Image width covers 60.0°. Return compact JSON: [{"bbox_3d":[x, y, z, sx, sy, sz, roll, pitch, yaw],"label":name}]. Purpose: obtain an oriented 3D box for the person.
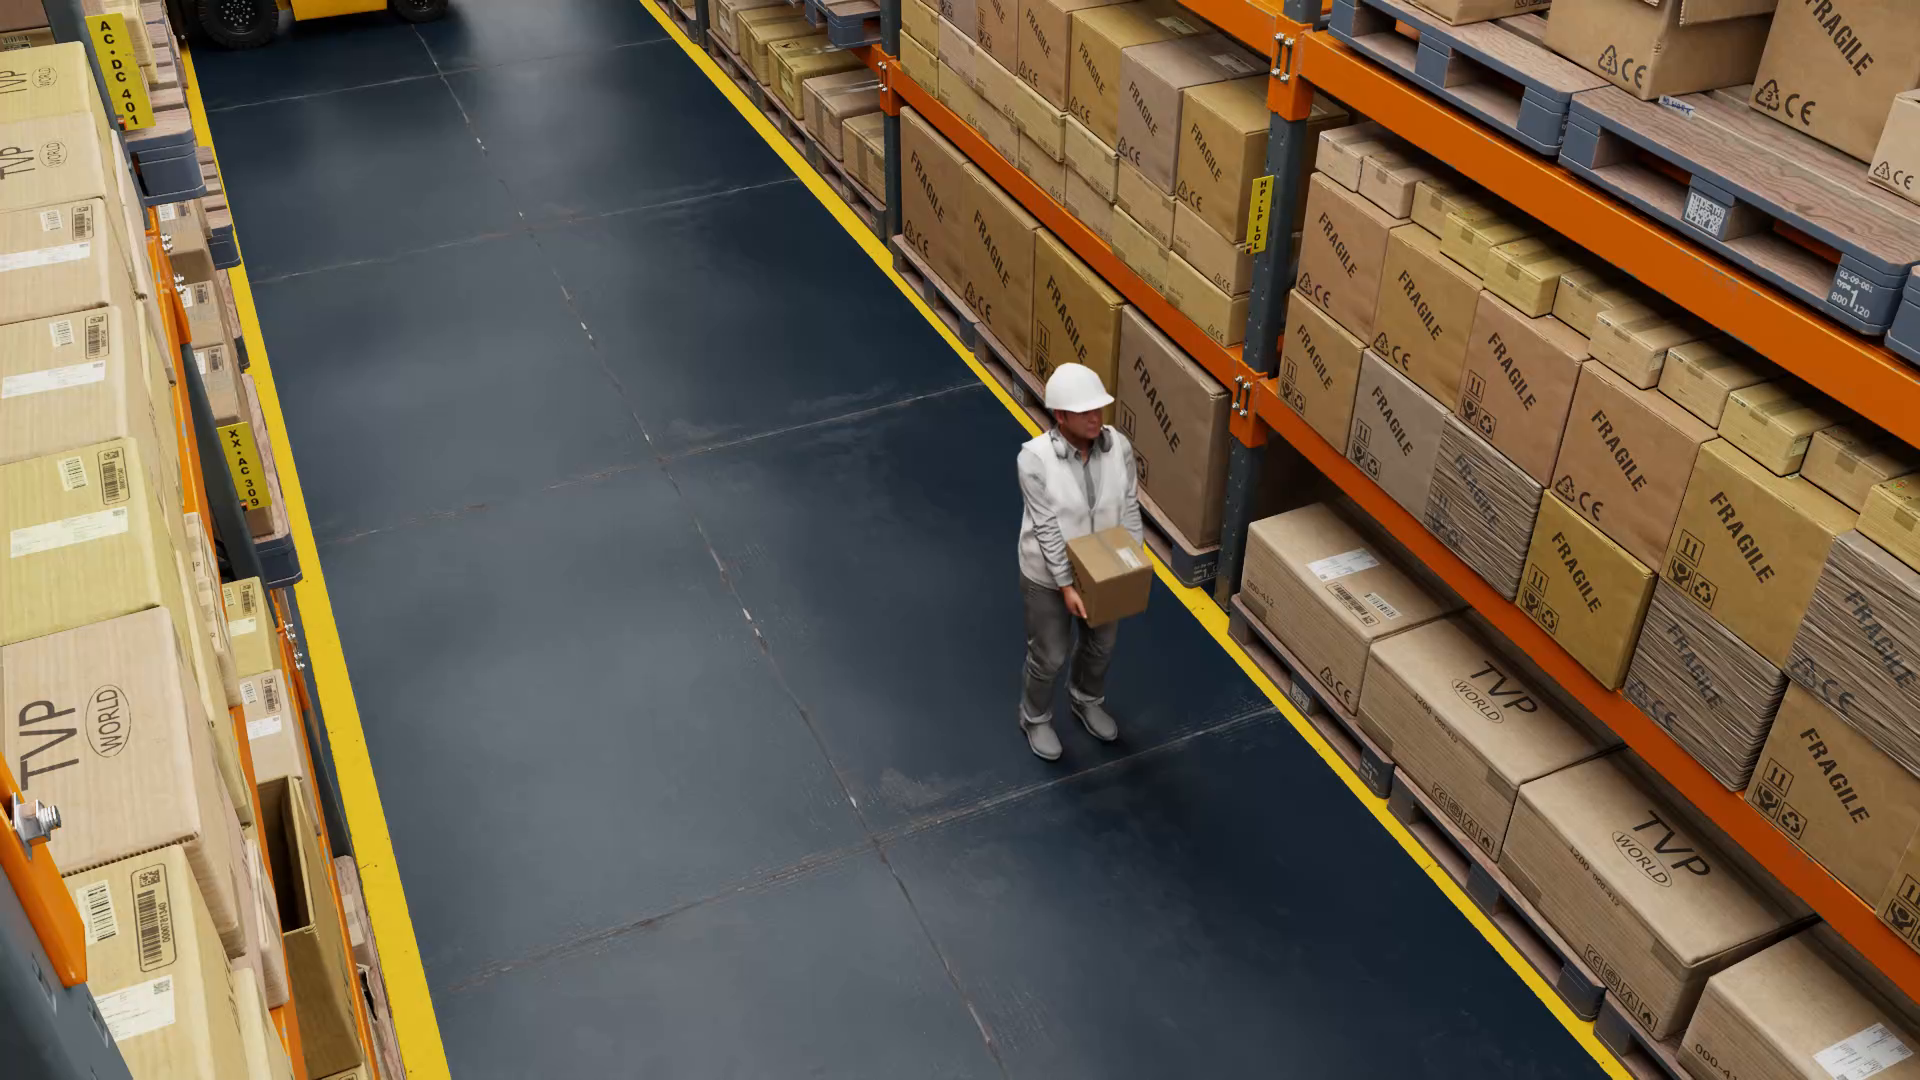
[{"bbox_3d":[0.501,0.144,6.651,0.494,1.762,0.556,-16,40,-20],"label":"person"}]
